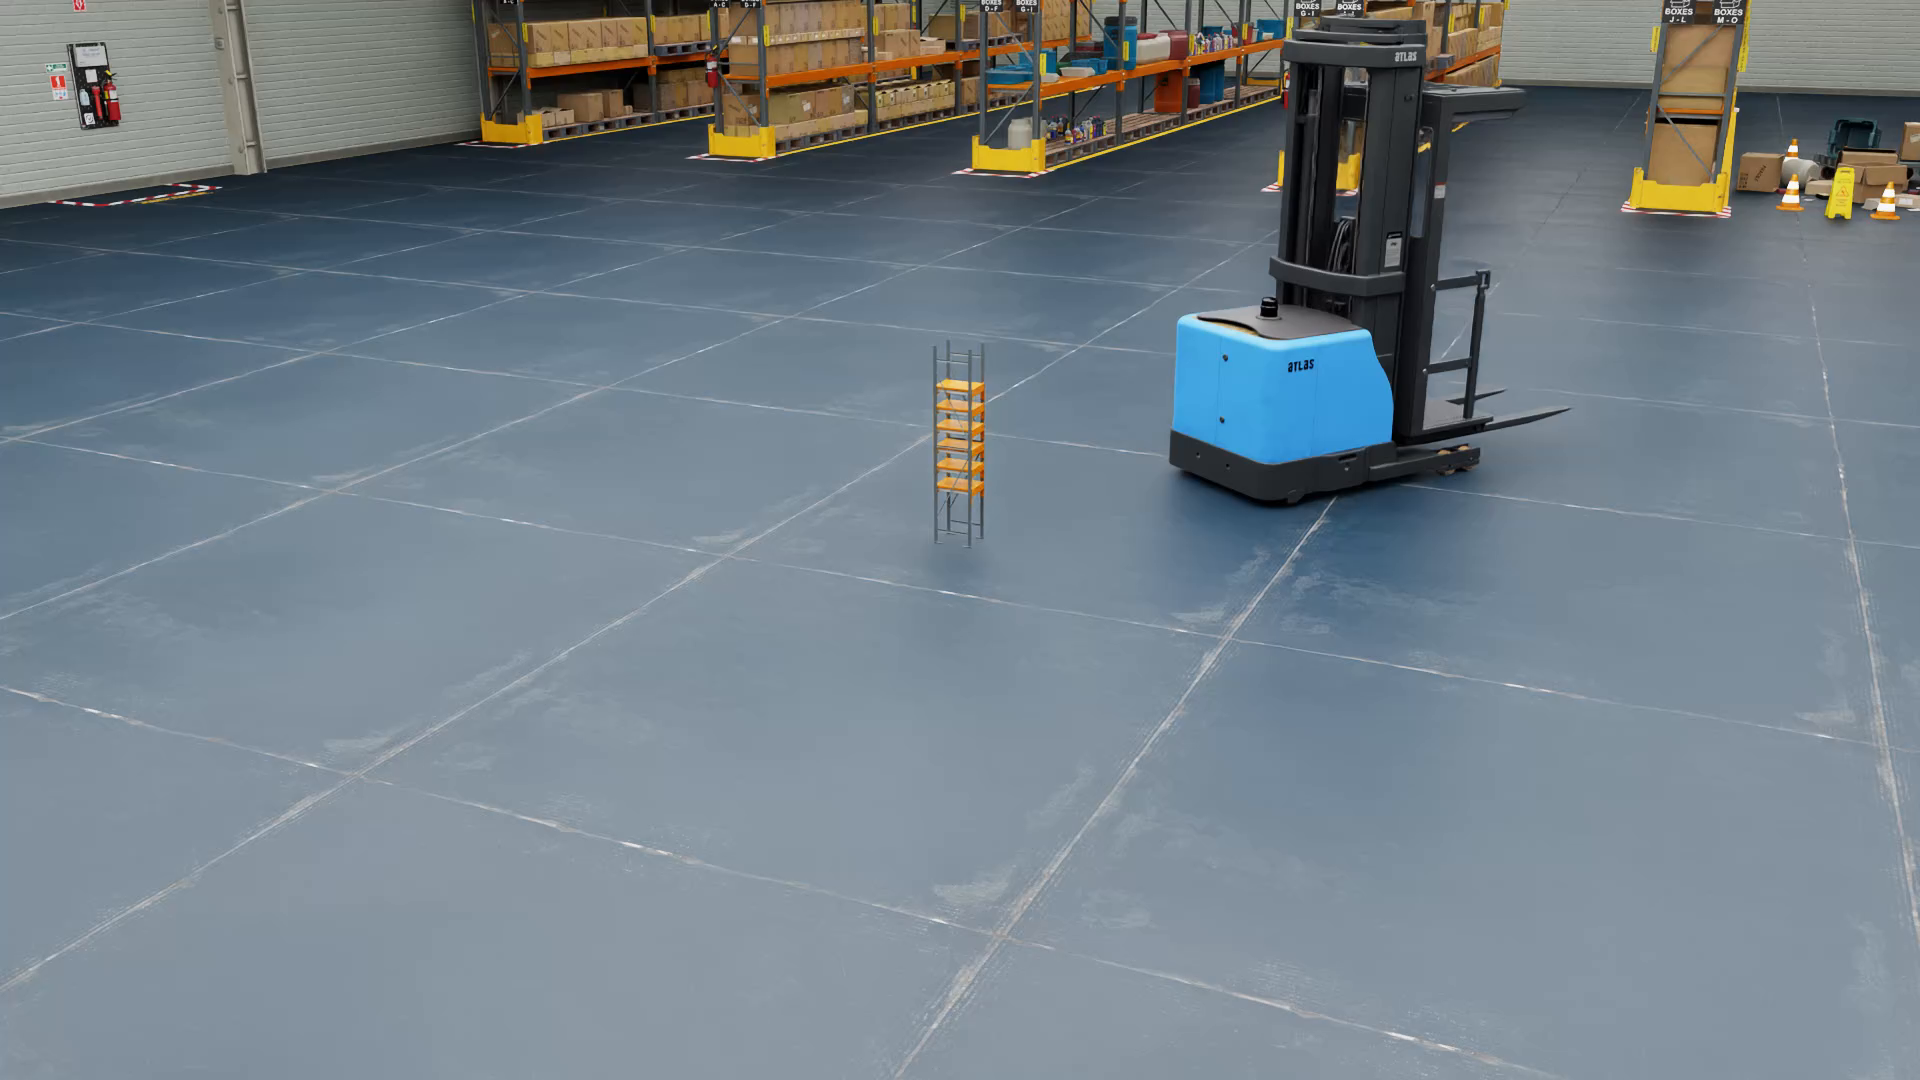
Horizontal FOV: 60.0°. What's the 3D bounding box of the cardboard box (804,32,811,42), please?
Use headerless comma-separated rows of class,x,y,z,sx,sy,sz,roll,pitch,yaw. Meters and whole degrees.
cardboard box,-2.844,-8.868,29.310,0.380,0.149,0.250,8,21,22

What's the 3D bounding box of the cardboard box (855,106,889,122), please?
cardboard box,-1.698,-8.245,32.153,0.500,0.250,0.500,8,21,21

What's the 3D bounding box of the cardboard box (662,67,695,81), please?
cardboard box,-5.937,-9.837,35.107,0.500,0.250,0.500,8,21,21

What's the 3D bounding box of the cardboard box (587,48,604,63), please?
cardboard box,-7.136,-9.223,31.621,0.500,0.250,0.500,9,21,23

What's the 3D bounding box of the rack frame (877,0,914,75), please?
rack frame,-1.696,-13.600,43.735,1.000,3.000,0.127,9,21,23

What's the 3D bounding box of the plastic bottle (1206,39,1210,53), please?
plastic bottle,5.107,-10.249,34.496,0.152,0.276,0.135,9,21,23

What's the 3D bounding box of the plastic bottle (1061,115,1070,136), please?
plastic bottle,1.851,-7.322,29.378,0.144,0.351,0.185,9,21,23

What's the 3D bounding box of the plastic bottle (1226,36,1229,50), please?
plastic bottle,5.688,-10.683,35.717,0.152,0.276,0.135,9,21,23

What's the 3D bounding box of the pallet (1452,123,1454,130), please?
pallet,8.977,-8.033,32.241,1.003,0.211,1.213,9,21,23

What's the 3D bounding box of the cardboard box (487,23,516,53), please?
cardboard box,-8.249,-9.175,30.365,0.500,0.500,0.500,8,21,22

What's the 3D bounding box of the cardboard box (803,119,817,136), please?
cardboard box,-2.898,-7.373,29.700,0.500,0.250,0.500,9,21,23

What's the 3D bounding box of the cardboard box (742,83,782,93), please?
cardboard box,-4.551,-10.547,37.730,0.750,0.750,0.750,8,21,22

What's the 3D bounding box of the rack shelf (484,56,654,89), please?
rack shelf,-7.429,-8.982,31.821,1.077,0.370,4.000,9,21,23

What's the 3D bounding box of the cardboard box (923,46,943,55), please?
cardboard box,-0.567,-10.045,34.113,0.380,0.149,0.250,9,21,23

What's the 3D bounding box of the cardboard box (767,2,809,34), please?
cardboard box,-3.086,-9.162,29.169,0.700,0.500,0.500,9,21,23

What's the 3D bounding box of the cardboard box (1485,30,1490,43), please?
cardboard box,11.070,-10.826,35.714,0.500,0.250,0.500,9,22,24

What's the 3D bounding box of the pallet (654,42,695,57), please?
pallet,-6.164,-10.055,34.053,1.003,0.211,1.213,9,21,23

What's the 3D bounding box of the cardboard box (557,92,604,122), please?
cardboard box,-7.303,-8.330,31.988,0.700,0.500,0.500,7,21,19

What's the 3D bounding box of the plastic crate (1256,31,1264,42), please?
plastic crate,6.735,-11.527,38.066,0.416,0.233,0.300,9,21,23

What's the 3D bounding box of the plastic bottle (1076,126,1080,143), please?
plastic bottle,1.999,-6.919,28.362,0.097,0.271,0.097,0,20,0

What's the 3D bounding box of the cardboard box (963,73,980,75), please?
cardboard box,0.139,-10.143,37.088,0.500,0.500,0.500,8,21,21

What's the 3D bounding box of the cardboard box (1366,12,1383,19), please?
cardboard box,5.994,-7.611,24.809,0.500,0.500,0.500,9,21,23

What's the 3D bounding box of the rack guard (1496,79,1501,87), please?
rack guard,11.871,-10.391,38.441,1.175,0.500,0.348,9,21,23

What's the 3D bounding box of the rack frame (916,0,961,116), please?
rack frame,-0.451,-10.476,34.950,1.000,3.000,0.127,9,21,23

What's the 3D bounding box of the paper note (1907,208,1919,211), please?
paper note,12.921,-4.474,22.503,0.148,0.019,0.142,1,20,4

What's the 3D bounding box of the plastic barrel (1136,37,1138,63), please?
plastic barrel,3.020,-8.899,30.313,0.433,0.535,0.433,0,20,0

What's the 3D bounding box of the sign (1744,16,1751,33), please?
sign,13.577,-8.875,28.719,0.100,0.325,0.005,9,21,23

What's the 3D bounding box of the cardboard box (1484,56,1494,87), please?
cardboard box,11.299,-10.273,36.924,0.875,0.875,0.875,9,21,23

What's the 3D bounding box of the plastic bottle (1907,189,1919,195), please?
plastic bottle,13.749,-5.012,23.970,0.133,0.061,0.283,13,23,32

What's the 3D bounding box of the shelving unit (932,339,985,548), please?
shelving unit,-0.006,-0.561,9.755,0.258,1.200,0.189,9,21,23

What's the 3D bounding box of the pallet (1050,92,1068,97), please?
pallet,1.967,-10.969,40.498,1.003,0.211,1.213,9,21,23

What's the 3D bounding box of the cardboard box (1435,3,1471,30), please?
cardboard box,9.969,-10.662,33.826,0.797,0.503,0.637,8,21,21

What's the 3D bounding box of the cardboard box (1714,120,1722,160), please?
cardboard box,11.603,-6.522,26.561,1.050,0.750,0.750,8,21,22

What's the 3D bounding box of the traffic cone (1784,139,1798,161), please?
traffic cone,13.358,-6.189,26.681,0.336,0.463,0.334,9,21,23

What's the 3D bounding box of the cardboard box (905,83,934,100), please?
cardboard box,-0.857,-9.135,33.819,0.500,0.311,0.500,8,21,22

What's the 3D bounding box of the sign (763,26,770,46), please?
sign,-3.223,-8.398,27.696,0.100,0.325,0.005,9,21,23

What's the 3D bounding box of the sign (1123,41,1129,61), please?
sign,2.926,-8.624,29.329,0.100,0.325,0.005,9,21,23

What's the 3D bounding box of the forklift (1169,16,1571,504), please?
forklift,2.938,-1.958,11.100,3.031,2.935,1.130,-11,23,-29

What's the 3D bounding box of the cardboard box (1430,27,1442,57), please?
cardboard box,8.263,-9.006,30.040,0.700,0.500,0.500,12,23,31

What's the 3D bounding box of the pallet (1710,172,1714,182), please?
pallet,10.550,-5.272,24.477,1.003,0.211,1.213,9,21,23

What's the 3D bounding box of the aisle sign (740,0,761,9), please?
aisle sign,-3.474,-9.193,27.463,0.394,0.787,0.004,9,21,23

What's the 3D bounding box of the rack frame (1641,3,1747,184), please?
rack frame,9.793,-5.959,22.248,1.000,3.000,0.127,9,21,23

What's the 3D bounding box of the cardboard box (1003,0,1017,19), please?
cardboard box,1.158,-12.407,38.739,0.500,0.500,0.500,9,21,23

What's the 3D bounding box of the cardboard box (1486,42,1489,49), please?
cardboard box,11.178,-10.661,35.846,0.380,0.149,0.250,9,21,23

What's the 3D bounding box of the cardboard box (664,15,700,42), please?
cardboard box,-5.894,-10.713,34.809,0.700,0.500,0.500,12,23,30

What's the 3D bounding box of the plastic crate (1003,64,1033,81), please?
plastic crate,0.994,-7.672,27.286,0.499,0.251,0.408,9,21,23

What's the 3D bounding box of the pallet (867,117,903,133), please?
pallet,-1.823,-8.170,32.627,1.003,0.211,1.213,9,21,23

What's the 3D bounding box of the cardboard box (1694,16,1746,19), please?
cardboard box,11.129,-7.469,24.658,0.875,0.550,0.550,9,21,23

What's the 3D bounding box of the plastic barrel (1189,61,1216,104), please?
plastic barrel,5.176,-9.847,35.686,0.600,0.901,0.708,9,21,23

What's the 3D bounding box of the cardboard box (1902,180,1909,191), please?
cardboard box,13.697,-5.291,24.449,0.258,0.266,0.396,-5,20,-15

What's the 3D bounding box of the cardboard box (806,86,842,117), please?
cardboard box,-2.496,-8.033,30.437,0.500,0.500,0.500,9,21,23

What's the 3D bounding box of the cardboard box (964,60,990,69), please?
cardboard box,0.357,-10.662,37.427,0.500,0.250,0.500,9,21,23

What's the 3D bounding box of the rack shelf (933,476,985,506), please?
rack shelf,-0.006,-0.293,9.851,0.258,0.103,0.180,9,21,23

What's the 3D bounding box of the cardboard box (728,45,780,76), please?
cardboard box,-3.524,-8.219,28.453,0.700,0.500,0.500,9,21,23
